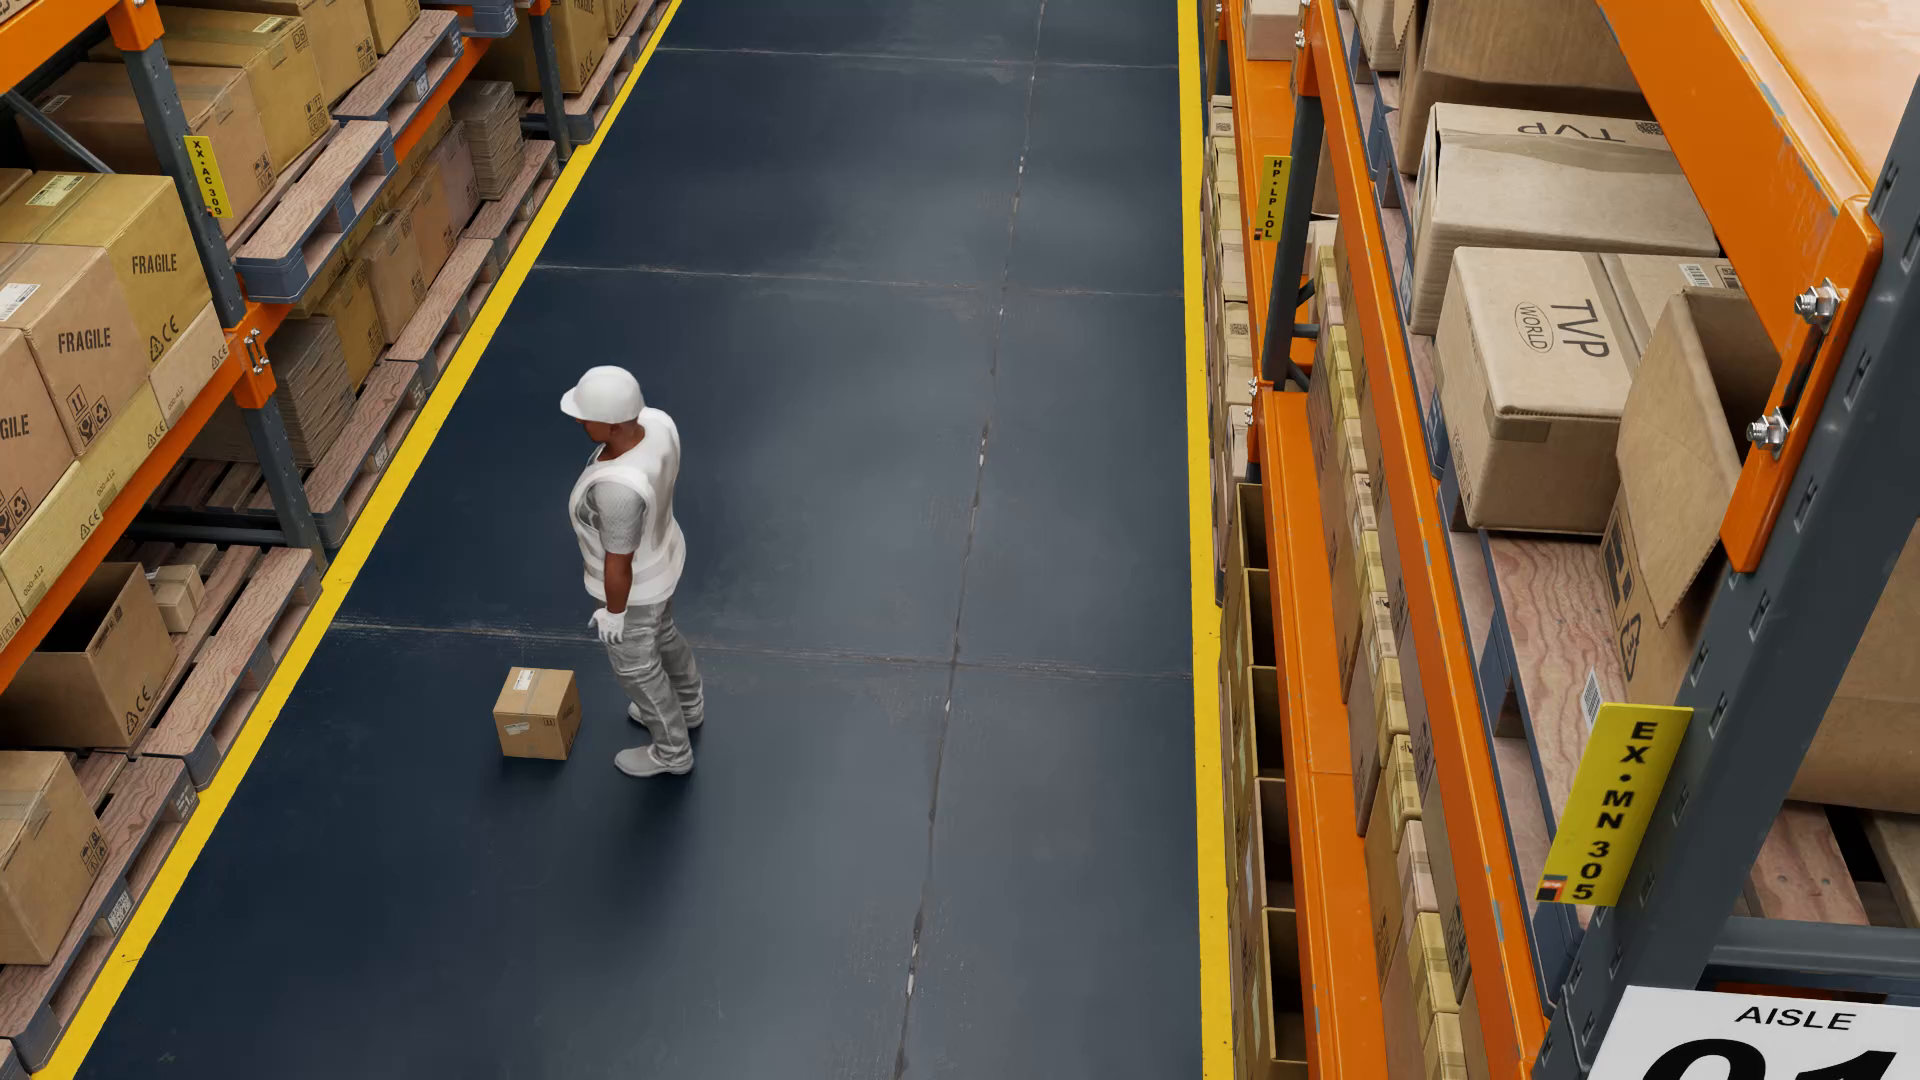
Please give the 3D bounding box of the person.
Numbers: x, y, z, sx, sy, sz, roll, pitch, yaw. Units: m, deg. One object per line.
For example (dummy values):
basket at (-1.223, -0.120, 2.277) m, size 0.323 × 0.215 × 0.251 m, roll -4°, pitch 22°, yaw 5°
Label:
person at (-1.168, 0.127, 5.991) m, size 0.361 × 1.780 × 0.546 m, roll 4°, pitch 40°, yaw 5°
